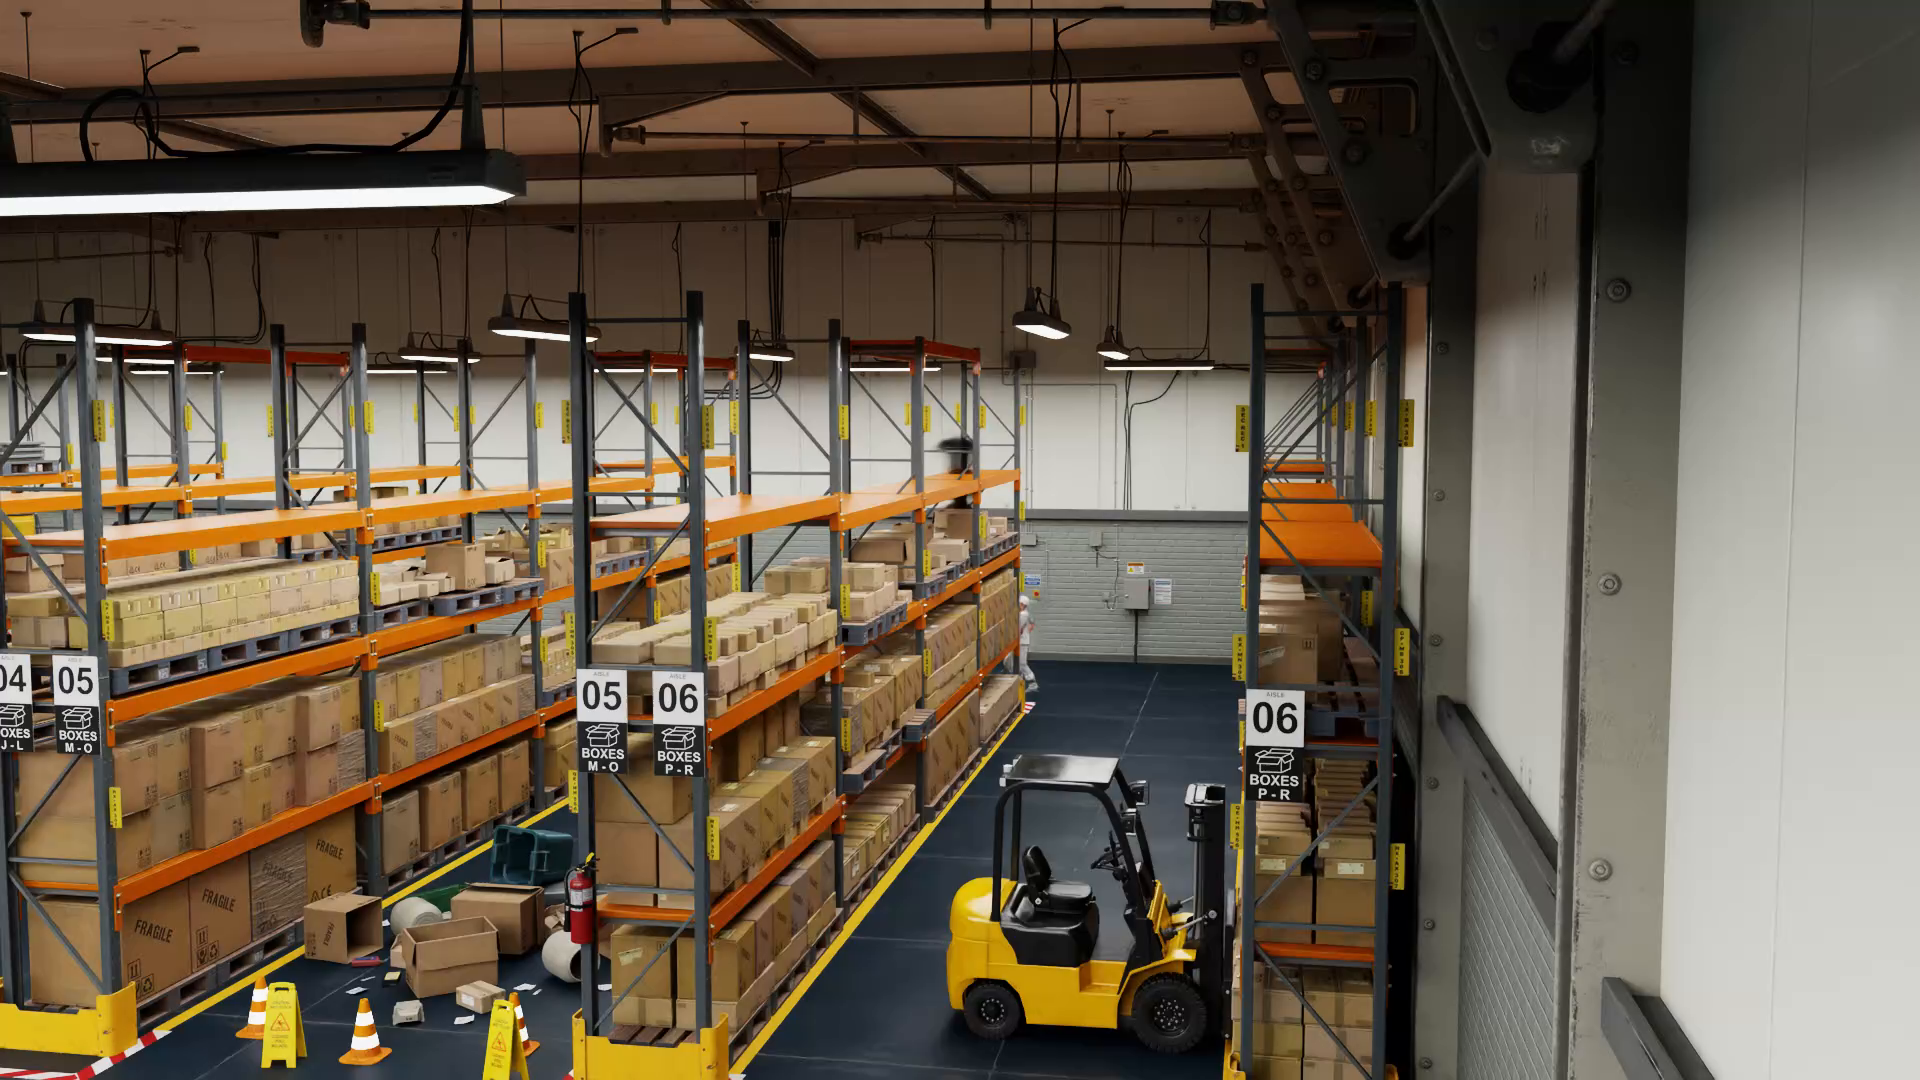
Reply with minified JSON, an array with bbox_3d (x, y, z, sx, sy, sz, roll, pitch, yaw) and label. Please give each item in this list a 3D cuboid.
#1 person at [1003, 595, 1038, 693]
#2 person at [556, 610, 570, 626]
[{"bbox_3d":[1.053,1.877,29.779,0.695,1.782,0.645,0,5,-2],"label":"person"},{"bbox_3d":[-6.737,2.036,28.717,0.567,1.699,0.897,1,5,16],"label":"person"}]
